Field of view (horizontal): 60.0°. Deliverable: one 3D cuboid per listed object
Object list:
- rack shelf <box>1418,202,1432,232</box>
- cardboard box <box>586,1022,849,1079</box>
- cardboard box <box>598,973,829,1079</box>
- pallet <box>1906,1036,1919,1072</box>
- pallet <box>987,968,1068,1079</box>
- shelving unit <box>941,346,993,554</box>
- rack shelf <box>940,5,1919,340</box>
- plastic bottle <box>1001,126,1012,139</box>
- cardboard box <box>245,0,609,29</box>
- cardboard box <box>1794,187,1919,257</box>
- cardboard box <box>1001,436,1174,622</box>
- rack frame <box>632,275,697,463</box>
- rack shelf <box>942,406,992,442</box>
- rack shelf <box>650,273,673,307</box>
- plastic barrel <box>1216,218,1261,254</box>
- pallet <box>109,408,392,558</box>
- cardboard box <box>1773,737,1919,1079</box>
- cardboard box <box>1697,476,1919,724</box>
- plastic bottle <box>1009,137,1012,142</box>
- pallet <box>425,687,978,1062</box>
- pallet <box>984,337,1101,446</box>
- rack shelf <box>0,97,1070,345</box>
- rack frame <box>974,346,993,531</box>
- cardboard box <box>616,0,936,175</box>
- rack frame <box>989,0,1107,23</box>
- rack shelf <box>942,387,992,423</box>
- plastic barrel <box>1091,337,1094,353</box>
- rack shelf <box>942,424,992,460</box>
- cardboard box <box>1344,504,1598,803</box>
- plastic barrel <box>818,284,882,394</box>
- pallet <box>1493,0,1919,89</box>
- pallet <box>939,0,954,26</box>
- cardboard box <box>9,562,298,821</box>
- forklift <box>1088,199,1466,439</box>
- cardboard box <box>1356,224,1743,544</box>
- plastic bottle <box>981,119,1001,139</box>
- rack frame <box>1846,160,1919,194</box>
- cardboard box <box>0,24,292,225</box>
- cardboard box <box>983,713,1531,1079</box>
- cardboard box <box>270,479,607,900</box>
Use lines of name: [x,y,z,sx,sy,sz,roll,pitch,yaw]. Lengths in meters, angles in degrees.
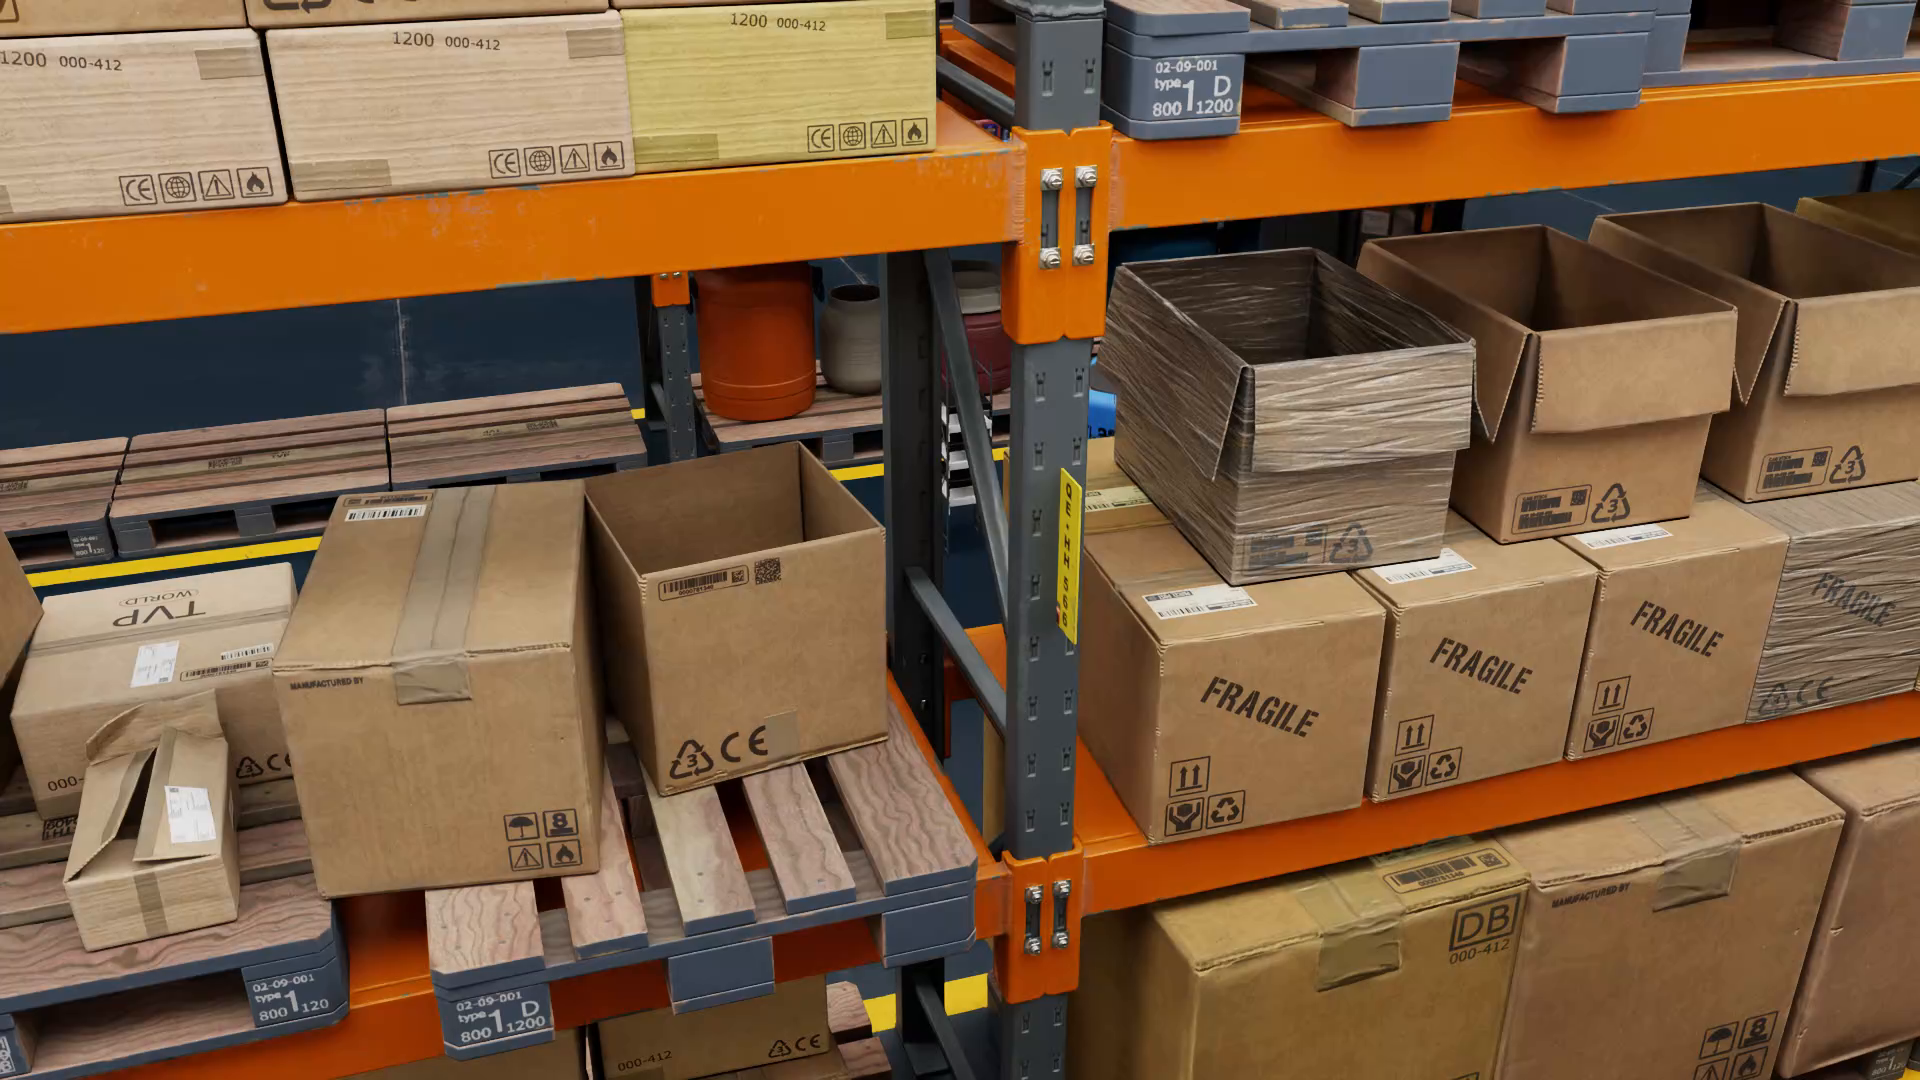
rack shelf: [4.196,-2.312,9.842,4.000,0.370,1.077,-8,28,-16]
cardboard box: [-0.606,1.310,4.055,0.500,0.500,0.700,-10,28,-19]
cardboard box: [-0.603,0.978,3.879,0.500,0.250,0.500,-7,27,-14]
pallet: [3.117,1.123,5.251,1.213,0.211,1.003,-8,28,-16]
pallet: [0.797,1.459,4.574,1.213,0.211,1.003,-8,28,-16]
shelving unit: [0.008,-0.404,7.552,0.210,0.900,0.258,-8,28,-16]
rack shelf: [1.926,-1.010,3.847,4.000,0.370,1.077,-8,28,-16]
plastic bottle: [0.297,-2.227,8.918,0.185,0.351,0.144,-8,28,-16]
cardboard box: [-0.836,-1.079,2.502,0.500,0.500,0.500,-8,28,-16]
cardboard box: [2.567,-0.577,4.299,0.637,0.503,0.797,-8,27,-16]
cardboard box: [0.417,0.069,4.125,0.500,0.500,0.500,-7,27,-15]
rack frame: [-1.509,-1.808,8.018,0.127,3.000,1.000,-8,28,-16]
rack shelf: [0.008,-0.536,7.487,0.200,0.077,0.258,-8,28,-16]
rack shelf: [-3.411,-1.210,7.623,4.000,0.370,1.077,-8,28,-16]
plastic barrel: [1.771,-1.539,9.364,0.708,0.901,0.600,-8,28,-16]
pallet: [-3.416,-0.302,8.121,1.213,0.211,1.003,-8,28,-16]
cardboard box: [2.376,0.719,4.845,0.875,0.875,1.225,-9,28,-18]
cardboard box: [2.023,0.078,4.107,0.500,0.500,0.500,-8,28,-16]
plastic bottle: [0.321,-1.866,8.275,0.135,0.276,0.152,-8,28,-16]
pallet: [-0.620,0.516,3.554,1.003,0.211,1.213,-8,28,-16]
pallet: [0.385,-0.851,9.227,1.213,0.211,1.003,-8,28,-16]
rack shelf: [-1.877,-0.459,2.738,4.000,0.370,1.077,-8,28,-16]
rack frame: [0.104,-0.418,7.580,0.006,0.900,0.240,-8,28,-16]
cardboard box: [-0.352,-0.821,2.825,0.500,0.250,0.500,-8,28,-16]
rack frame: [0.024,-2.401,2.466,0.127,3.000,1.000,-8,28,-16]
rack shelf: [0.008,-0.616,7.447,0.200,0.077,0.258,-8,28,-16]
plastic barrel: [0.534,-1.227,9.174,0.421,0.512,0.421,0,26,0]
rack shelf: [0.008,-0.455,7.527,0.200,0.077,0.258,-8,28,-16]
cardboard box: [1.061,0.218,3.825,0.500,0.500,0.500,-9,28,-17]
plastic barrel: [-0.540,-1.072,8.861,0.421,0.512,0.421,0,26,0]
pallet: [1.683,-1.239,3.711,1.213,0.211,1.003,-7,27,-14]
pallet: [-0.030,-4.303,13.261,1.213,0.211,1.003,-8,28,-16]
cardboard box: [-1.640,0.299,3.470,0.500,0.250,0.500,-9,28,-18]
forklift: [1.891,-0.828,6.122,3.031,2.935,1.130,14,30,26]
cardboard box: [1.345,-0.390,3.922,0.637,0.503,0.797,-8,27,-15]
plastic bottle: [0.151,-2.167,8.873,0.133,0.283,0.061,-8,28,-16]
rack frame: [6.097,-2.909,10.237,0.127,3.000,1.000,-8,28,-16]
cardboard box: [-1.298,-0.679,2.539,0.500,0.250,0.500,-7,27,-15]
cardboard box: [0.687,0.964,4.352,0.875,0.875,1.225,-10,28,-18]
cardboard box: [-0.976,0.264,3.260,0.500,0.500,0.700,-4,27,-8]
